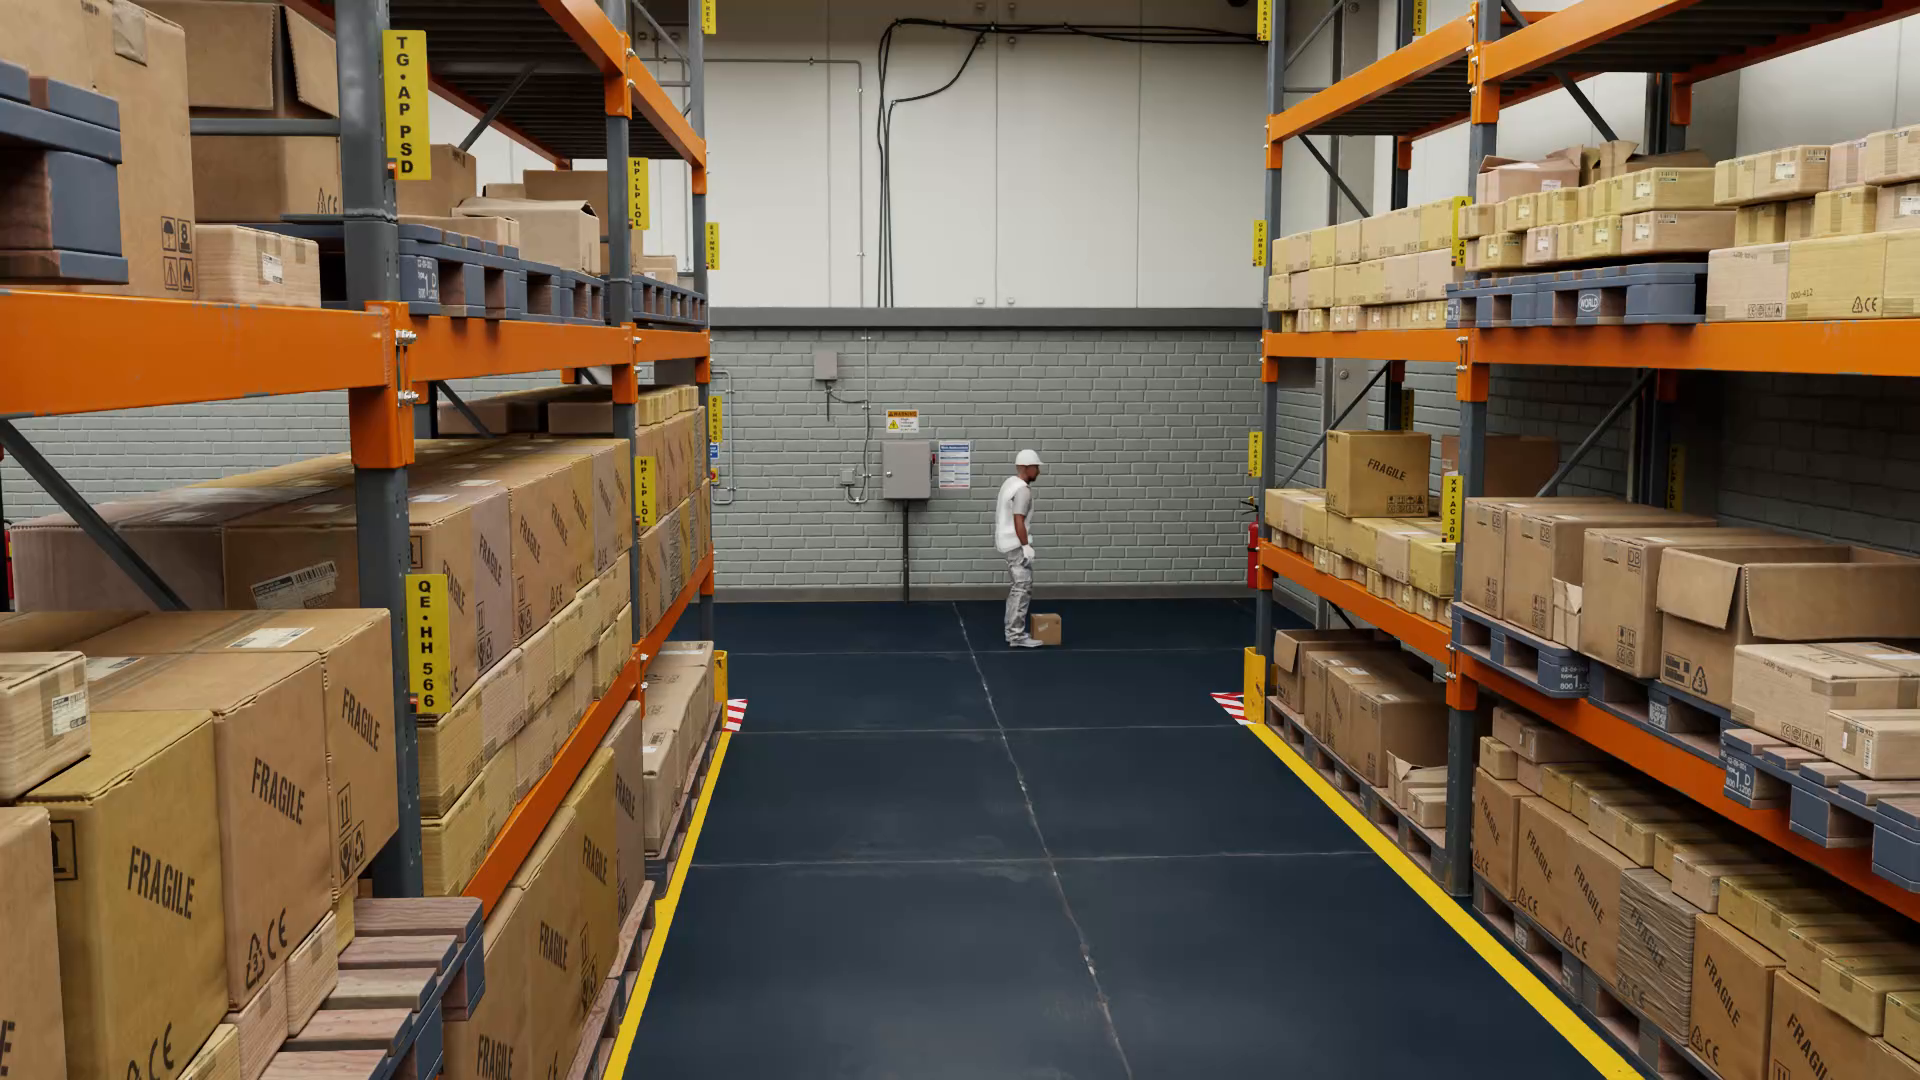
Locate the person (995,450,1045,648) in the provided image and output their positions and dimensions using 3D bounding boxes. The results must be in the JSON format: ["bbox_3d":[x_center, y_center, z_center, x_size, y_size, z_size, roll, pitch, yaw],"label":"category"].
[{"bbox_3d":[0.552,0.067,15.131,0.447,1.773,0.606,-1,7,-6],"label":"person"}]
